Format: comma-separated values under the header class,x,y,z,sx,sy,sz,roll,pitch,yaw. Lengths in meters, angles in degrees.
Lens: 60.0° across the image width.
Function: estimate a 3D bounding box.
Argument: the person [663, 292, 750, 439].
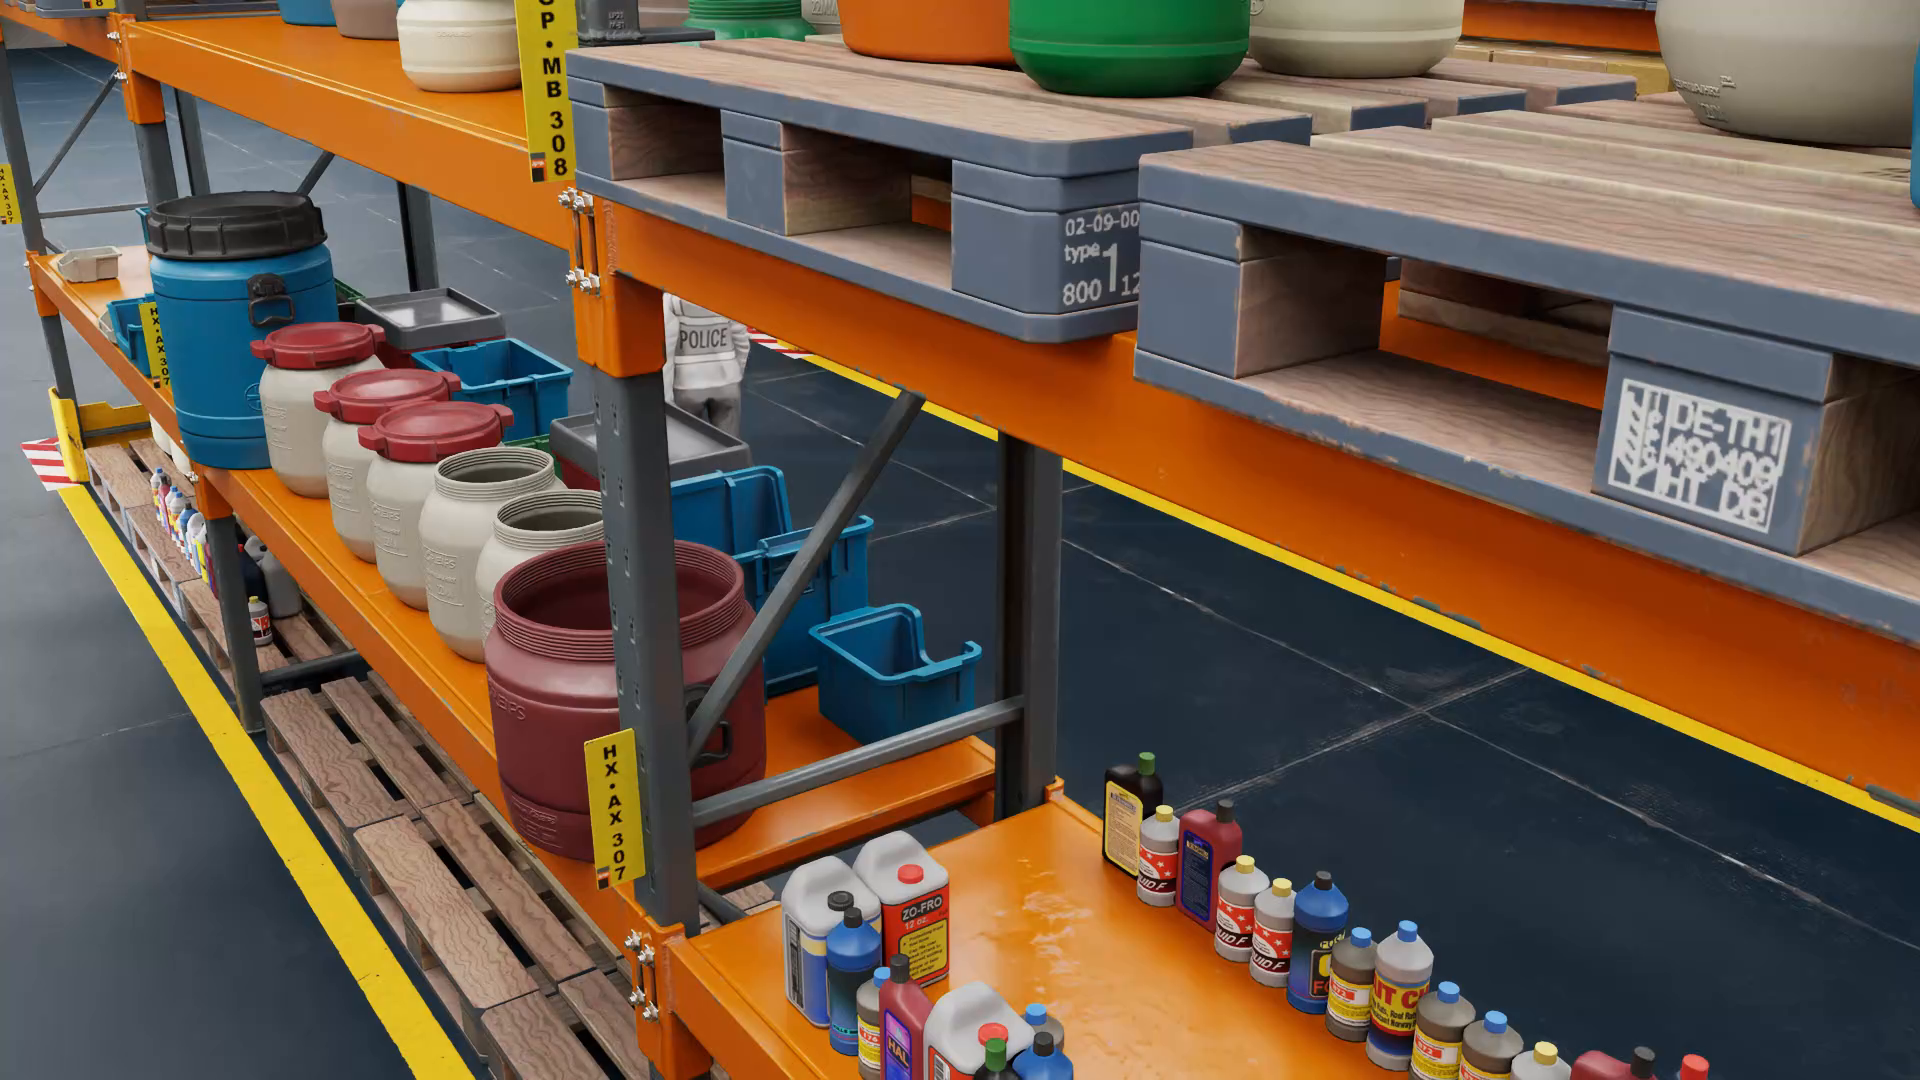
class,x,y,z,sx,sy,sz,roll,pitch,yaw
person,-1.291,-0.723,8.411,0.489,1.755,0.566,-5,22,-13
